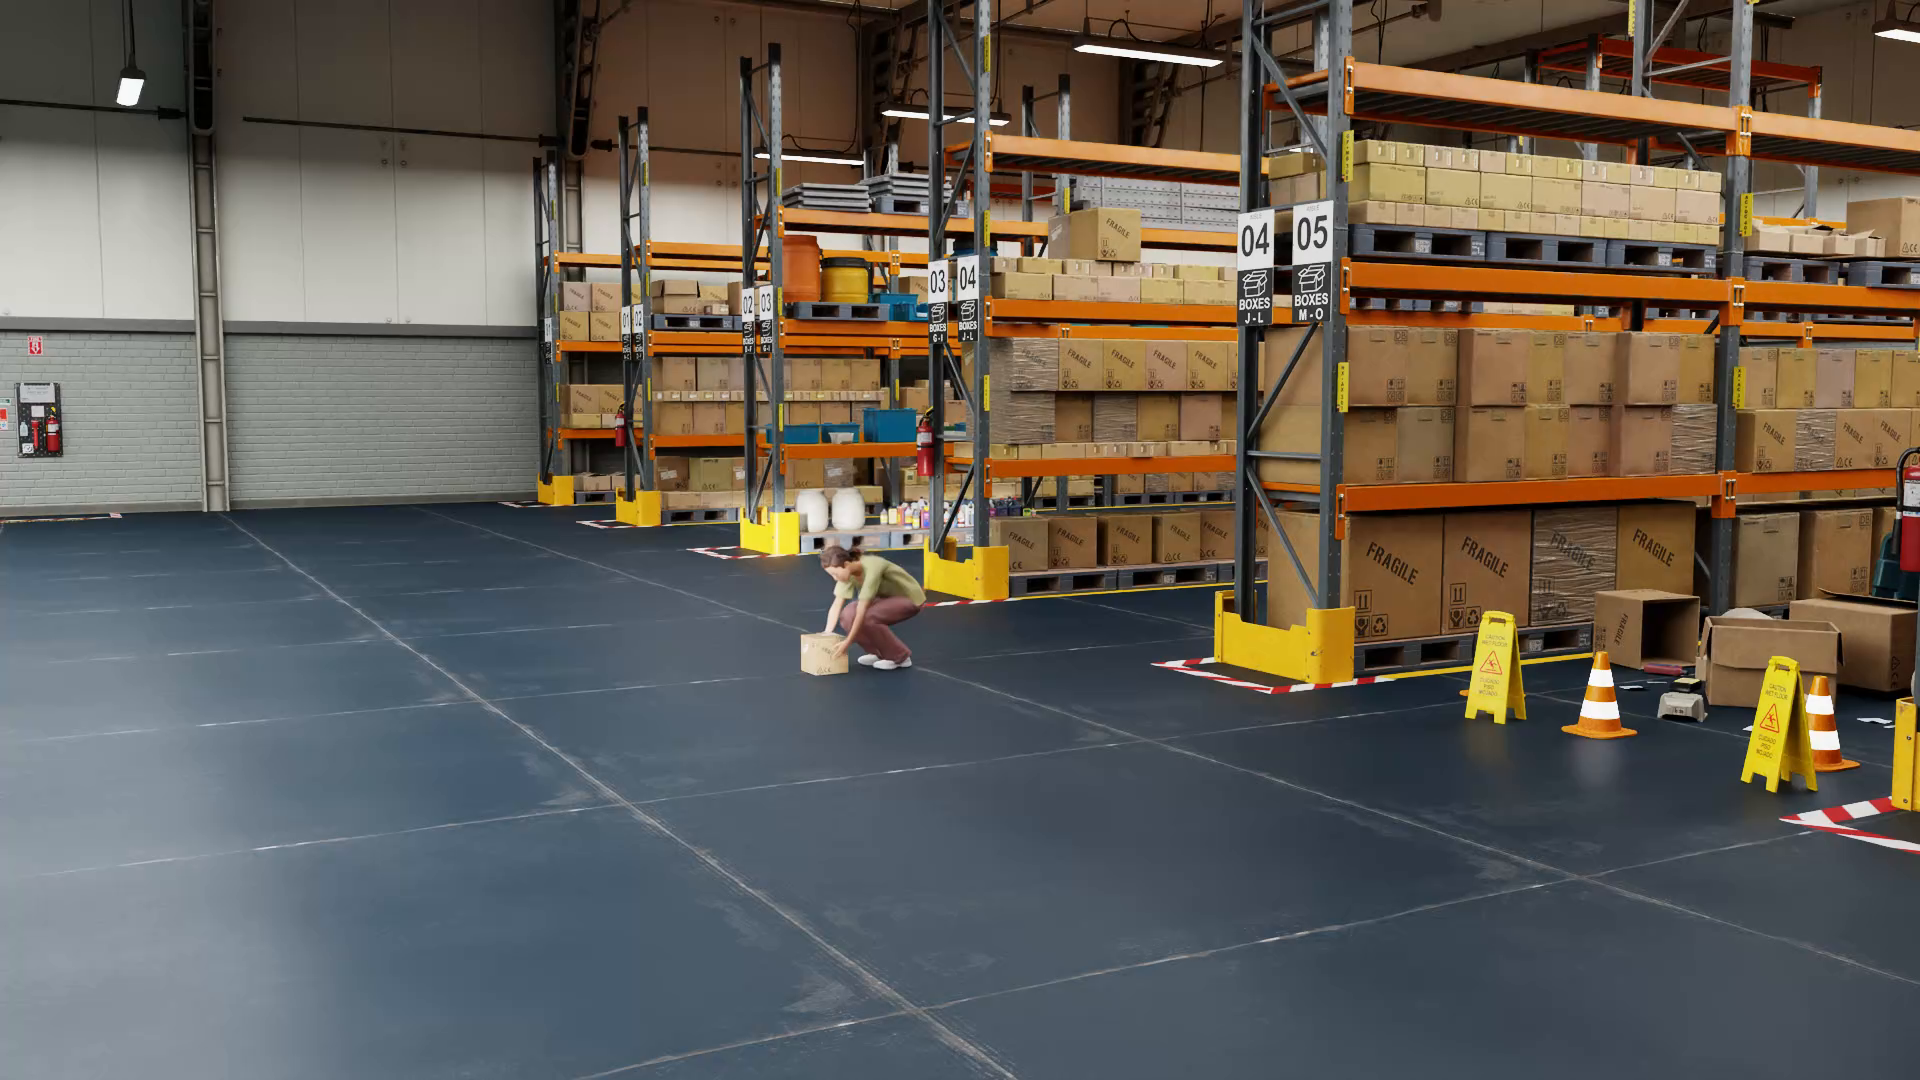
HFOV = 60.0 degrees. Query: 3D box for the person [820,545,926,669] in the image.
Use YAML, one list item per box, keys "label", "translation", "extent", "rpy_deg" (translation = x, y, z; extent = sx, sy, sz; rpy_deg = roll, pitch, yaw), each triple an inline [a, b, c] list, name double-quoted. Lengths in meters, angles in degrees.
- label: "person"
  translation: [-0.620, 0.464, 11.708]
  extent: [0.800, 0.890, 0.490]
  rpy_deg: [-3, 6, -29]
